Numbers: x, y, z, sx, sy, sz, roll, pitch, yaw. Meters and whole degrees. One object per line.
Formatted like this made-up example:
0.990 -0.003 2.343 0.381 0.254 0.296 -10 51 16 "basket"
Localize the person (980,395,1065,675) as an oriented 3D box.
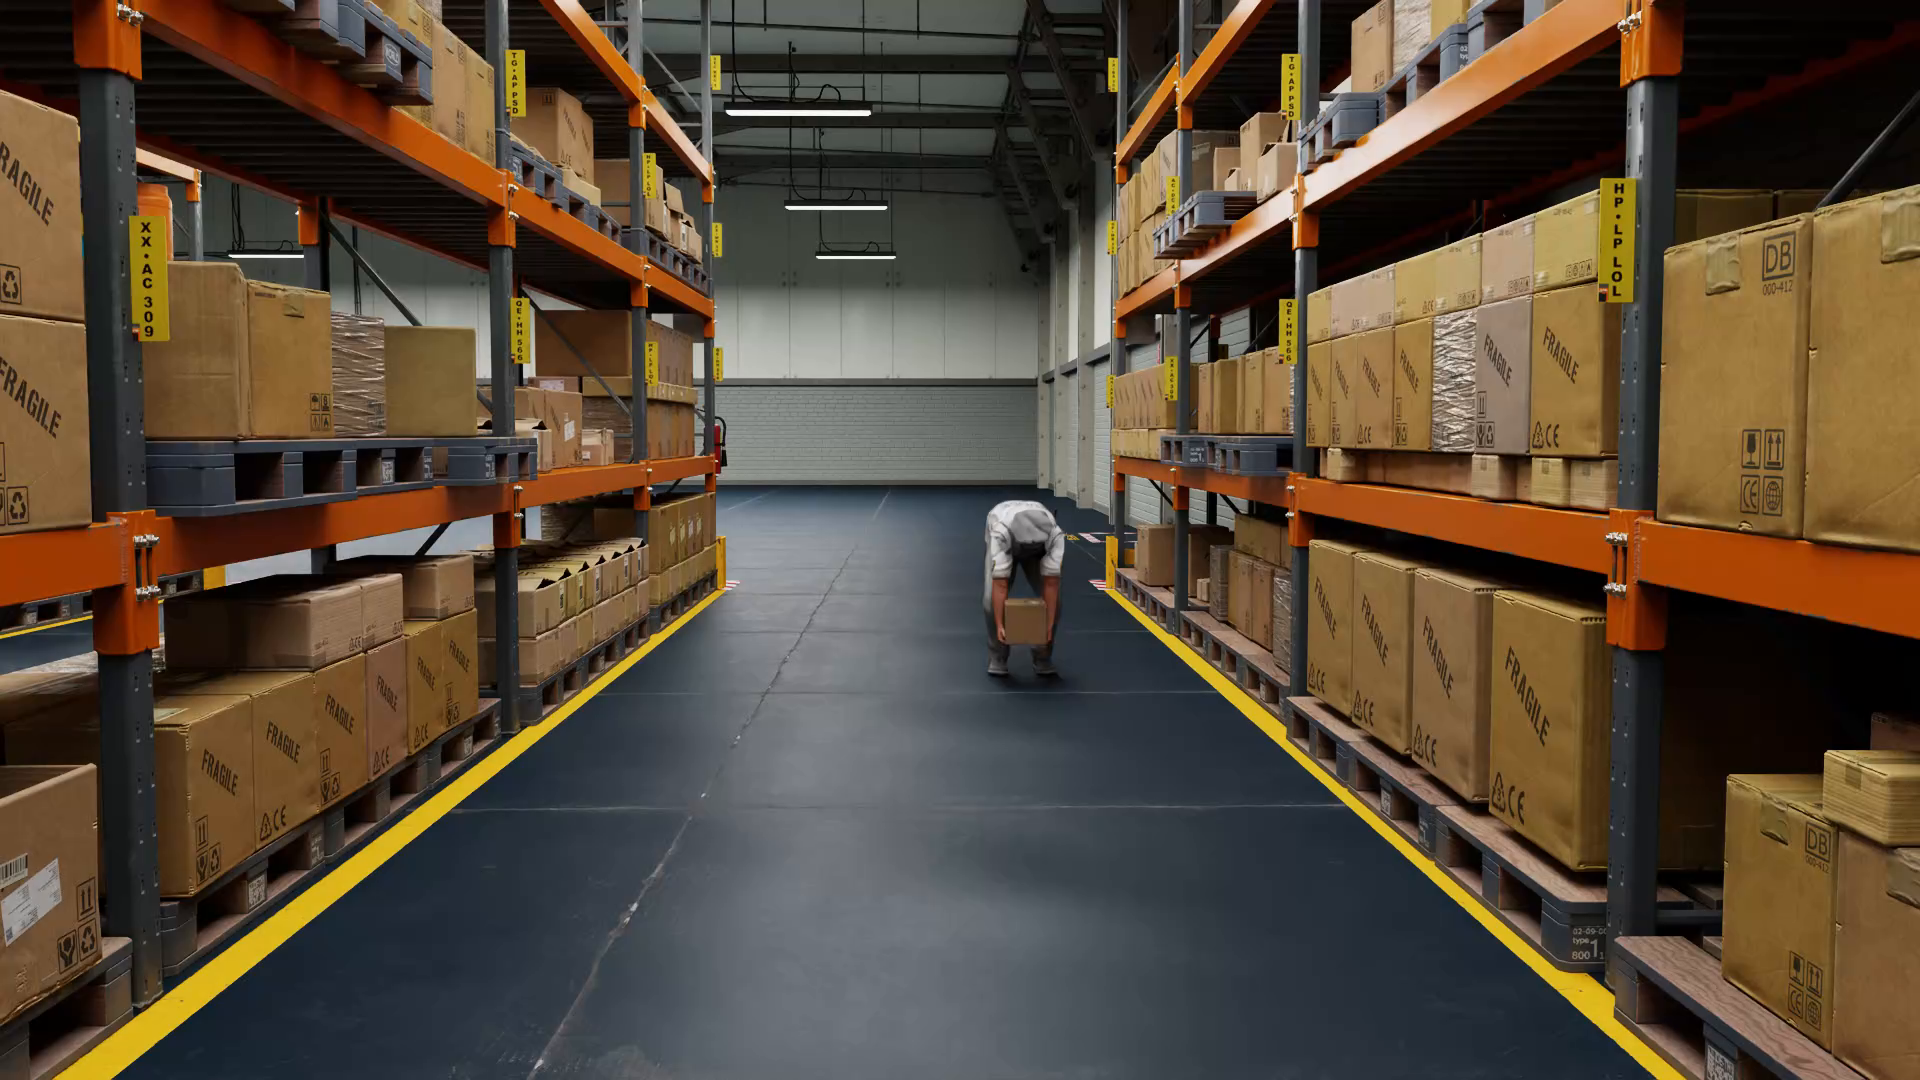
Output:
0.401 -0.036 10.594 0.543 1.765 0.456 0 4 -2 "person"
